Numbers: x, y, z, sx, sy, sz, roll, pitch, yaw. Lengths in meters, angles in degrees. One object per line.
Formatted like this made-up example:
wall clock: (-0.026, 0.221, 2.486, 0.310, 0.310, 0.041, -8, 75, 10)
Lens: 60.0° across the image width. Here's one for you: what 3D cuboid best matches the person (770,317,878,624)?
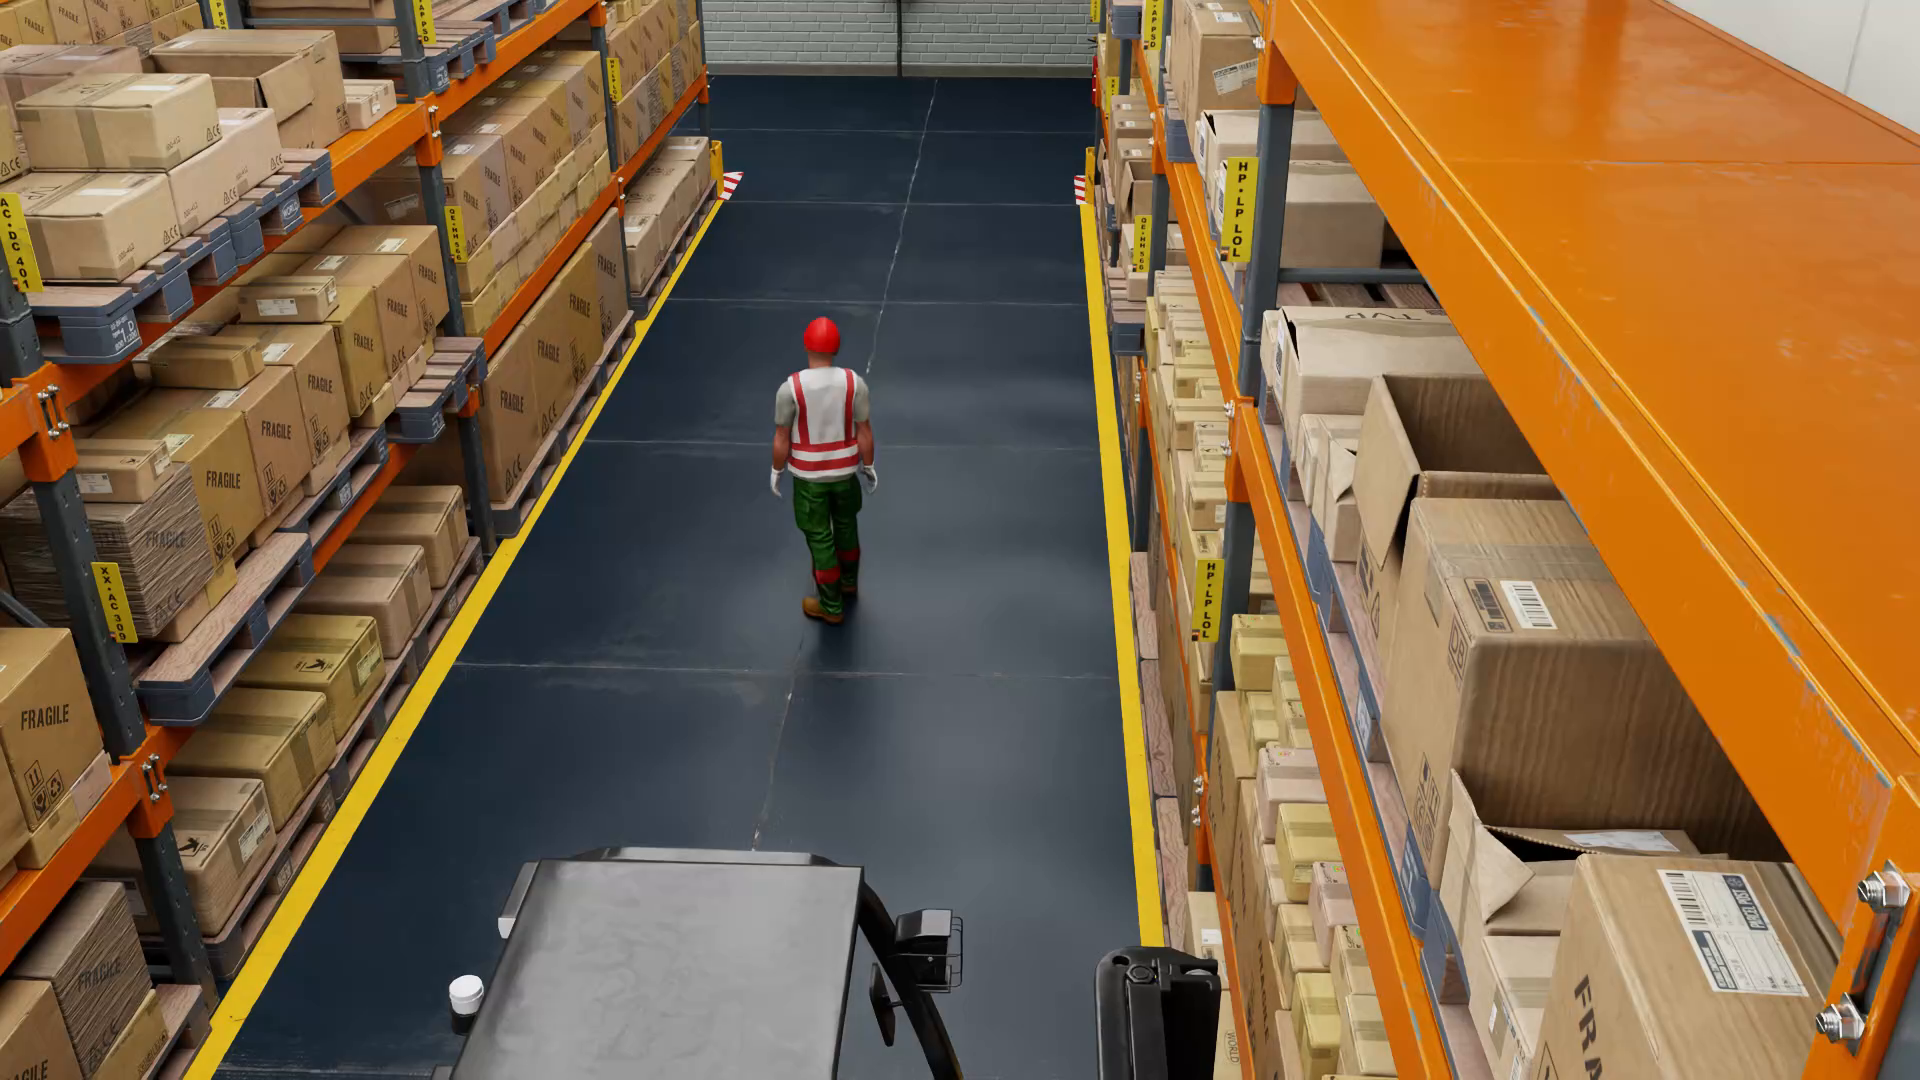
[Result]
person: (-0.805, -0.434, 9.396, 0.590, 1.779, 0.608, -10, 29, -19)
